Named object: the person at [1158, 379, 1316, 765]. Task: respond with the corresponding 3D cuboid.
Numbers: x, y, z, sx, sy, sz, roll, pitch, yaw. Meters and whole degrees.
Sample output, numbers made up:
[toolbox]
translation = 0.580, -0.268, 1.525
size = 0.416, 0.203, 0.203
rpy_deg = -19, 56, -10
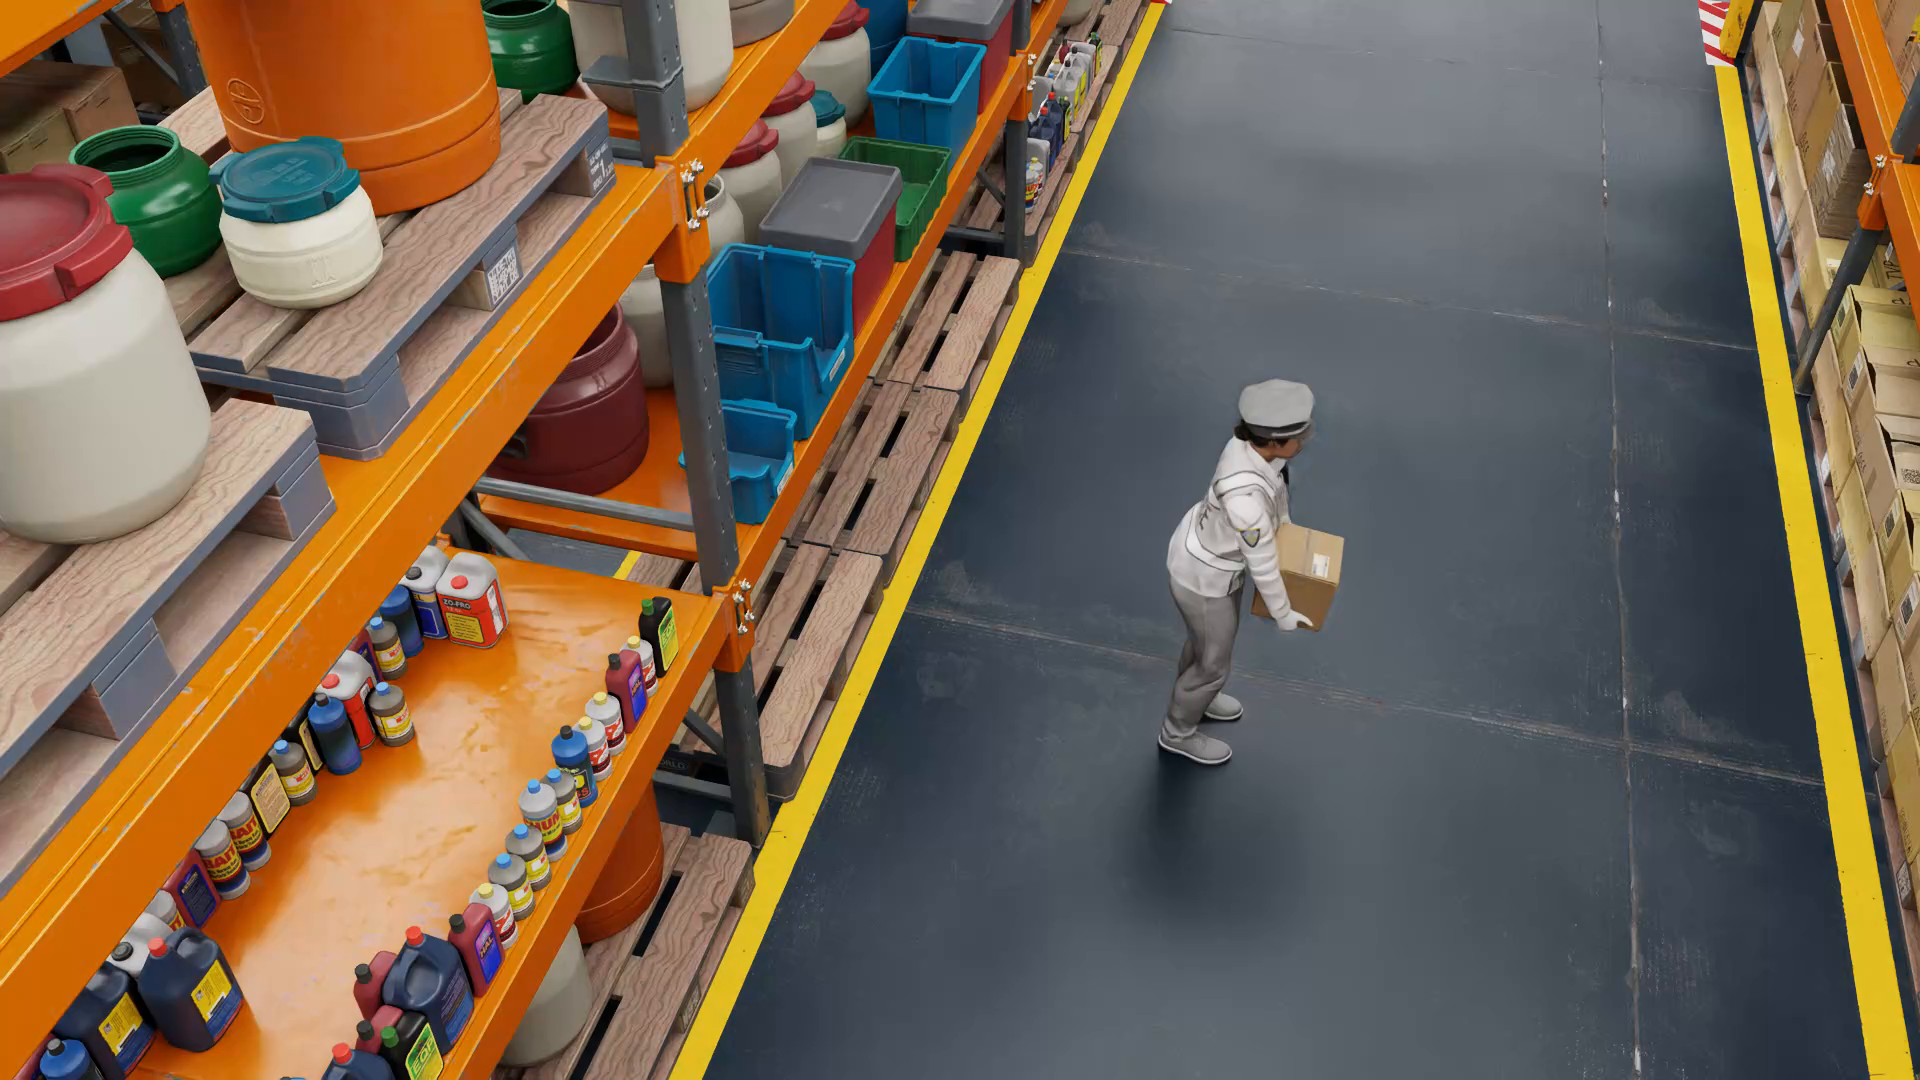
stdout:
[person]
translation = 1.020, 0.136, 6.022
size = 0.549, 1.648, 0.414
rpy_deg = 9, 42, 10
